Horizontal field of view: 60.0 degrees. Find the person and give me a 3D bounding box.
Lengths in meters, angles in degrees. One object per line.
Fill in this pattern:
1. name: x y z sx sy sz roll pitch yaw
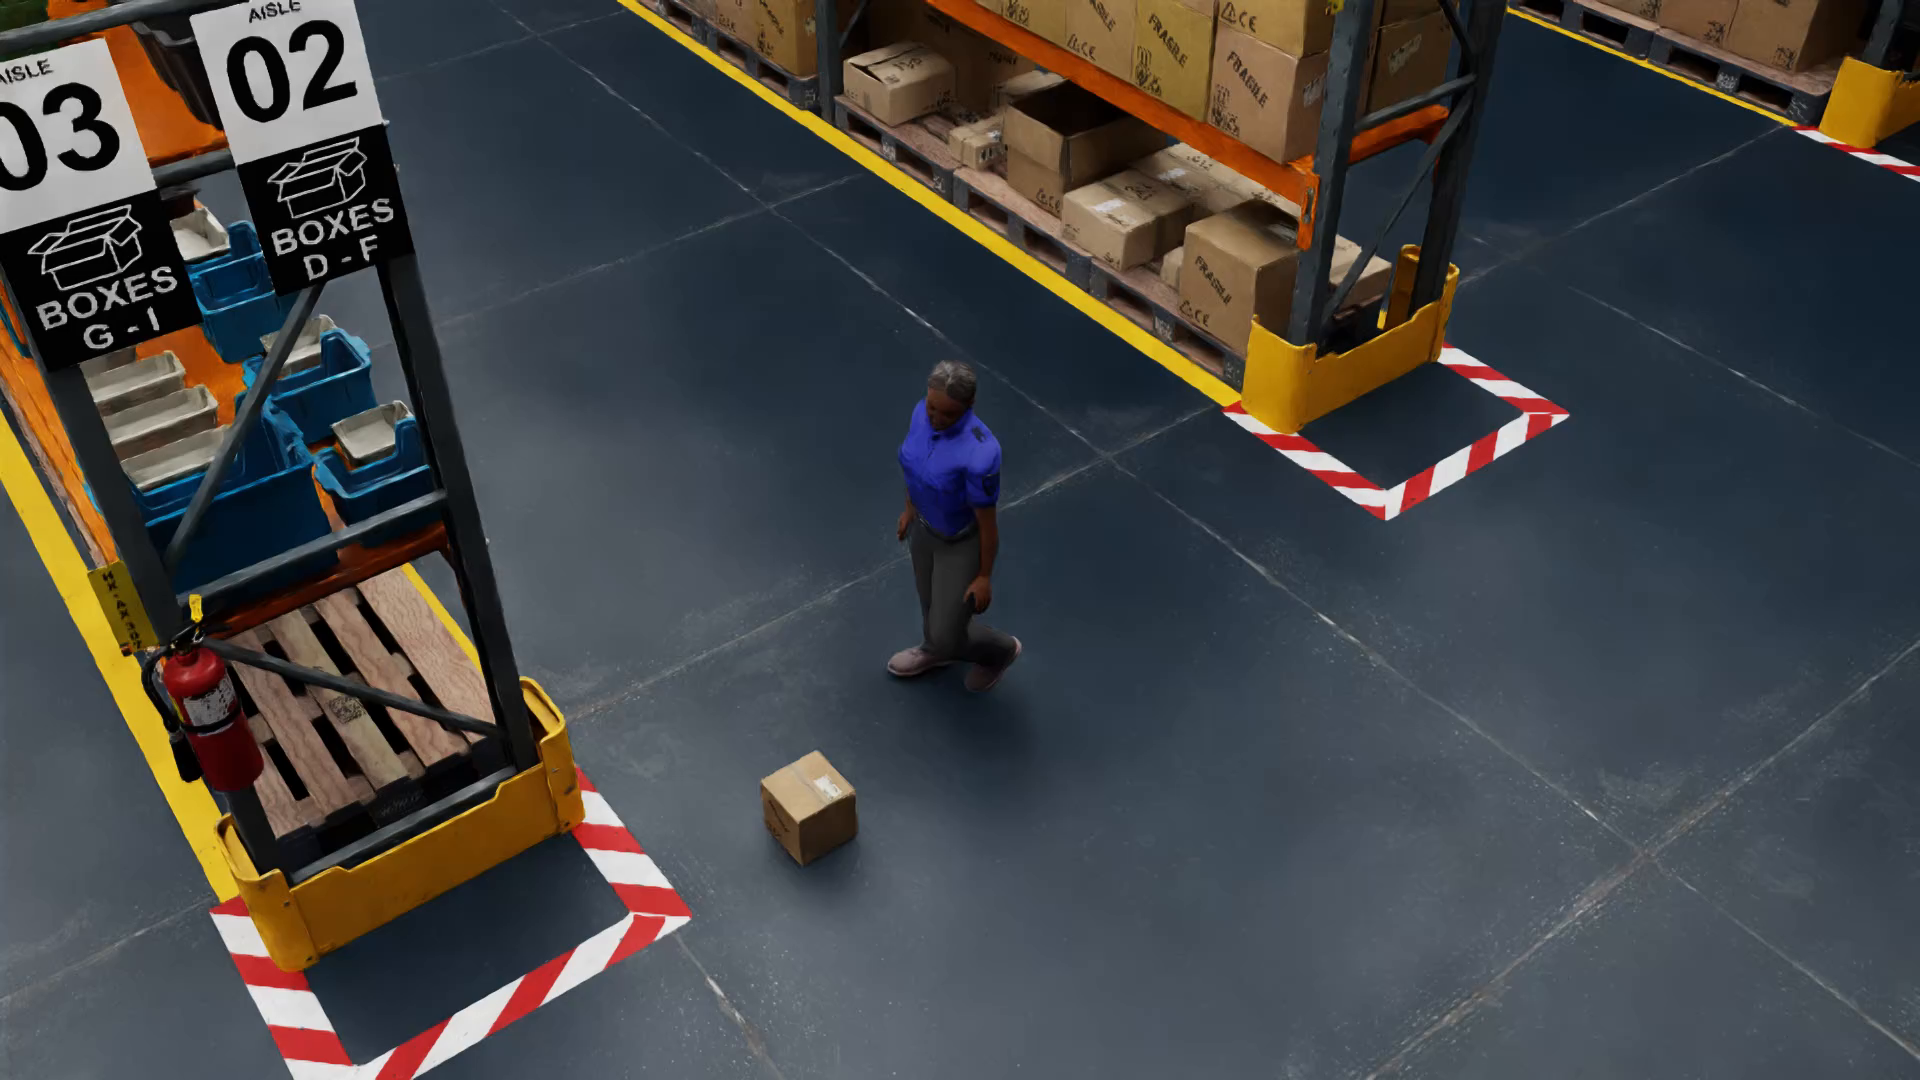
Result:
1. person: -0.005 -0.025 6.165 0.459 1.645 0.570 -24 46 -26
